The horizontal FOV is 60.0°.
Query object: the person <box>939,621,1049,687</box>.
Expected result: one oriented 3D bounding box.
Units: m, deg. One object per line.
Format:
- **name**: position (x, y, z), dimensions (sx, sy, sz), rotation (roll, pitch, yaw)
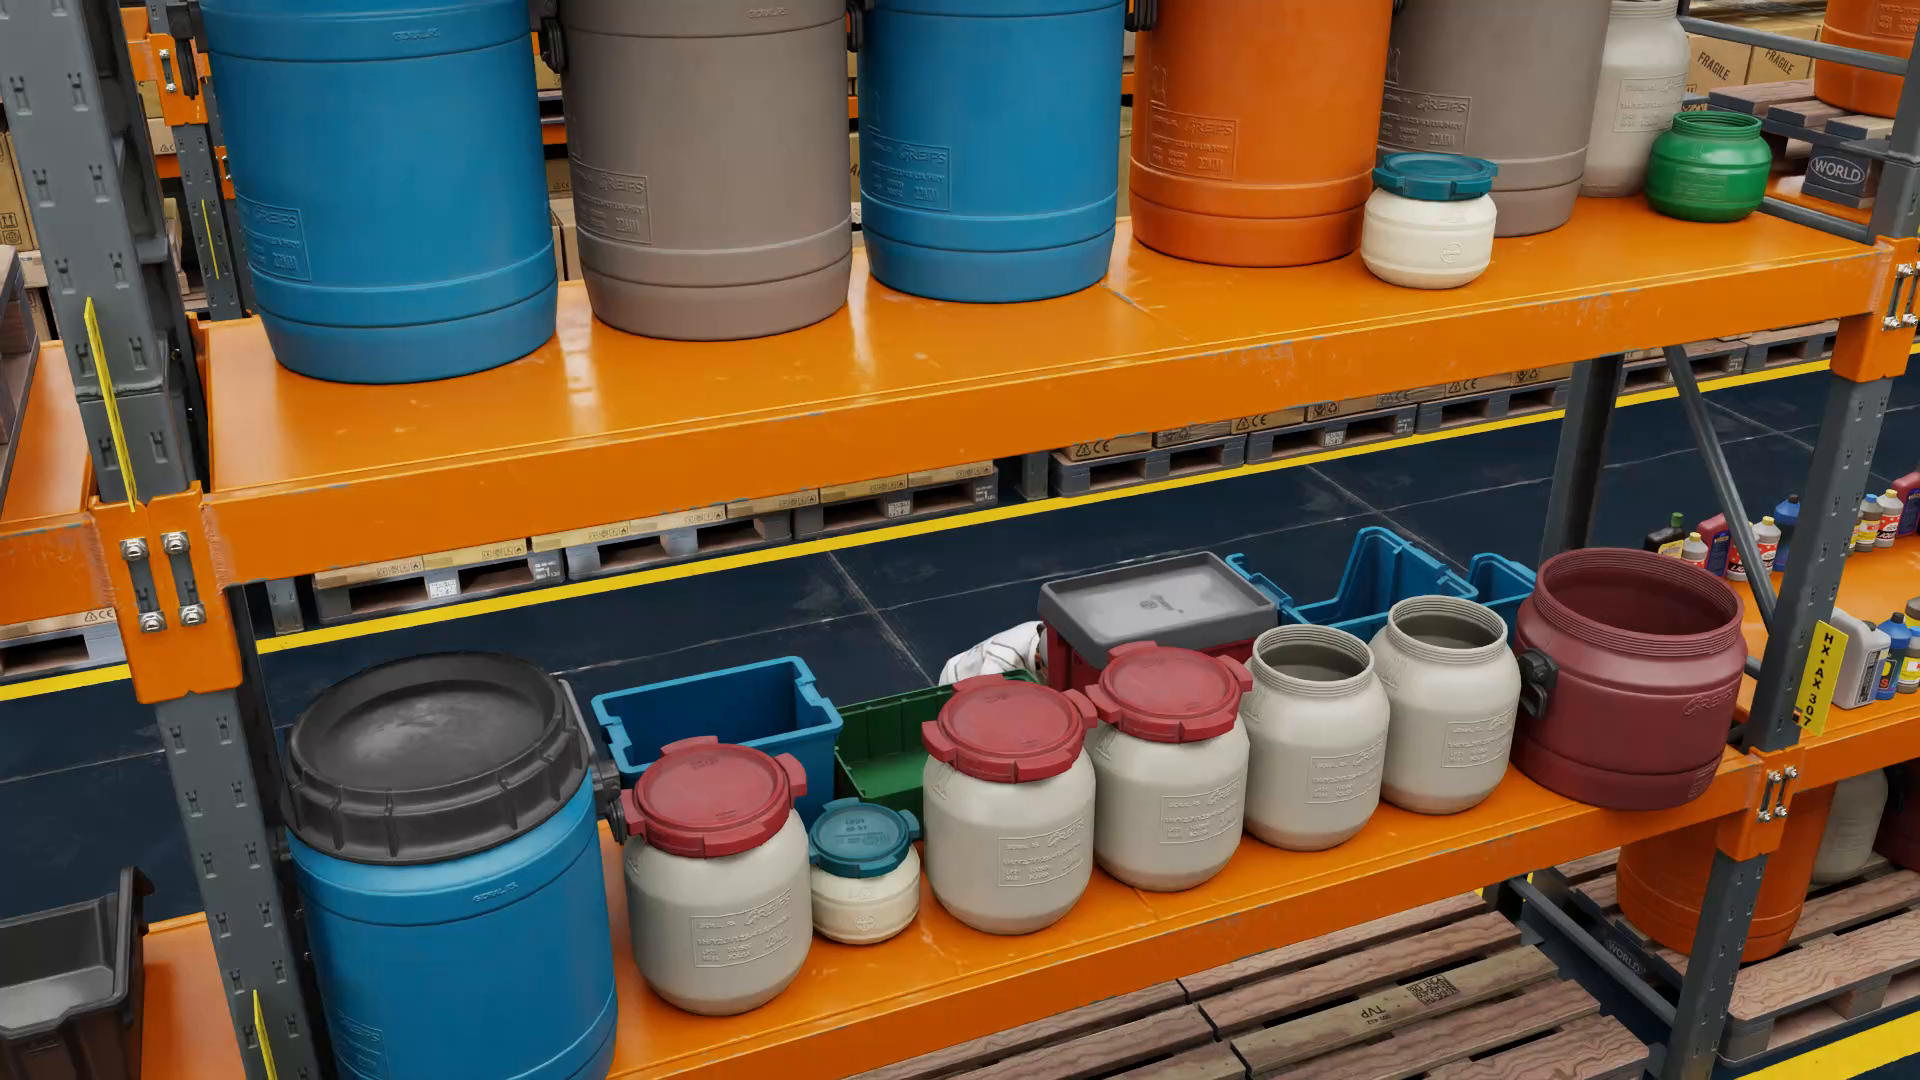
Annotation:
- **person**: position (0.240, 0.659, 6.608), dimensions (0.515, 0.940, 0.844), rotation (-11, 28, -21)
